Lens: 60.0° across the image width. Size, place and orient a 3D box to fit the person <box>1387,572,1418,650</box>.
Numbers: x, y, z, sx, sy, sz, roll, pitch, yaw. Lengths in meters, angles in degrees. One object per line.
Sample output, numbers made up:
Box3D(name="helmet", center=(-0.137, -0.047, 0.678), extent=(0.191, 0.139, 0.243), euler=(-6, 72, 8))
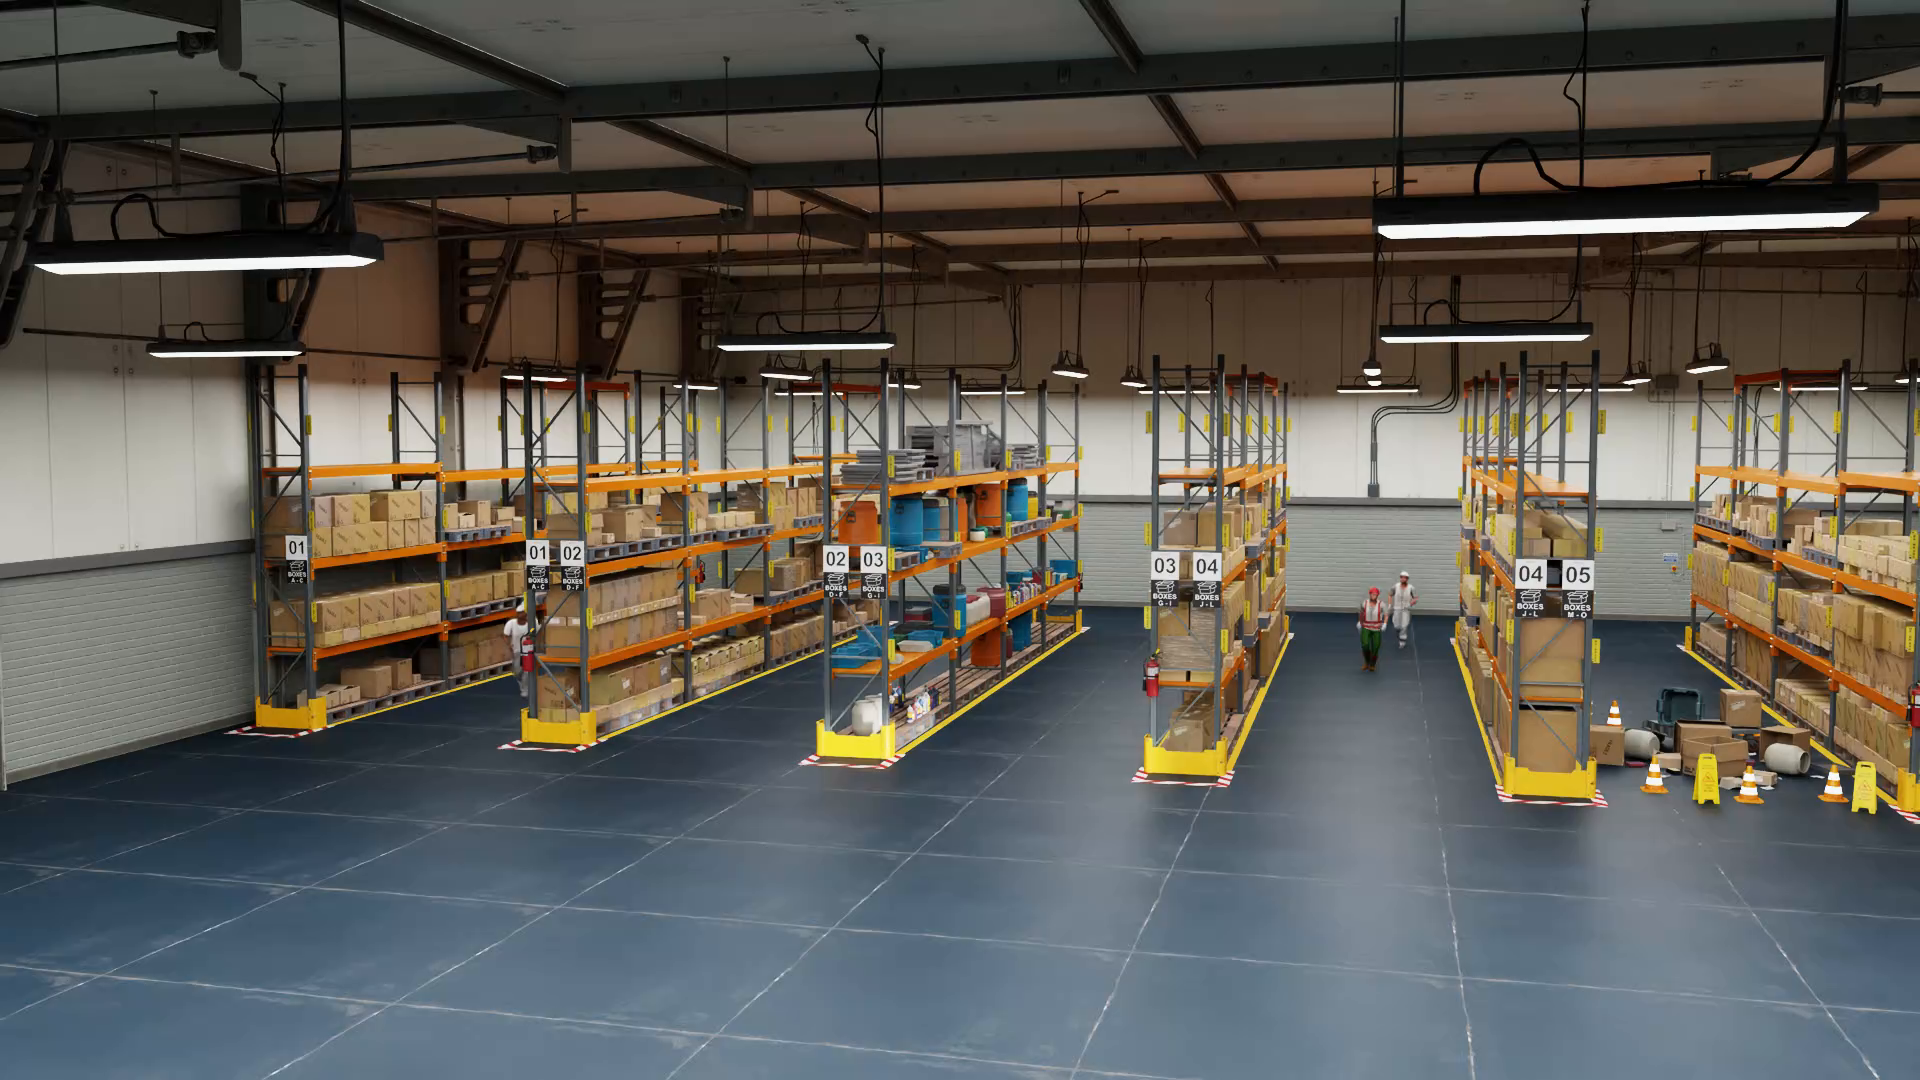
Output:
Box3D(name="person", center=(9.930, 1.579, 37.333), extent=(0.680, 1.738, 0.606), euler=(1, 4, 18))

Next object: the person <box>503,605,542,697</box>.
Box3D(name="person", center=(-8.089, 2.039, 30.772), extent=(0.700, 1.712, 0.689), euler=(-1, 4, -9))

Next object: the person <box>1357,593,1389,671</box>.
Box3D(name="person", center=(8.310, 1.874, 33.531), extent=(0.647, 1.590, 0.808), euler=(1, 4, 18))
